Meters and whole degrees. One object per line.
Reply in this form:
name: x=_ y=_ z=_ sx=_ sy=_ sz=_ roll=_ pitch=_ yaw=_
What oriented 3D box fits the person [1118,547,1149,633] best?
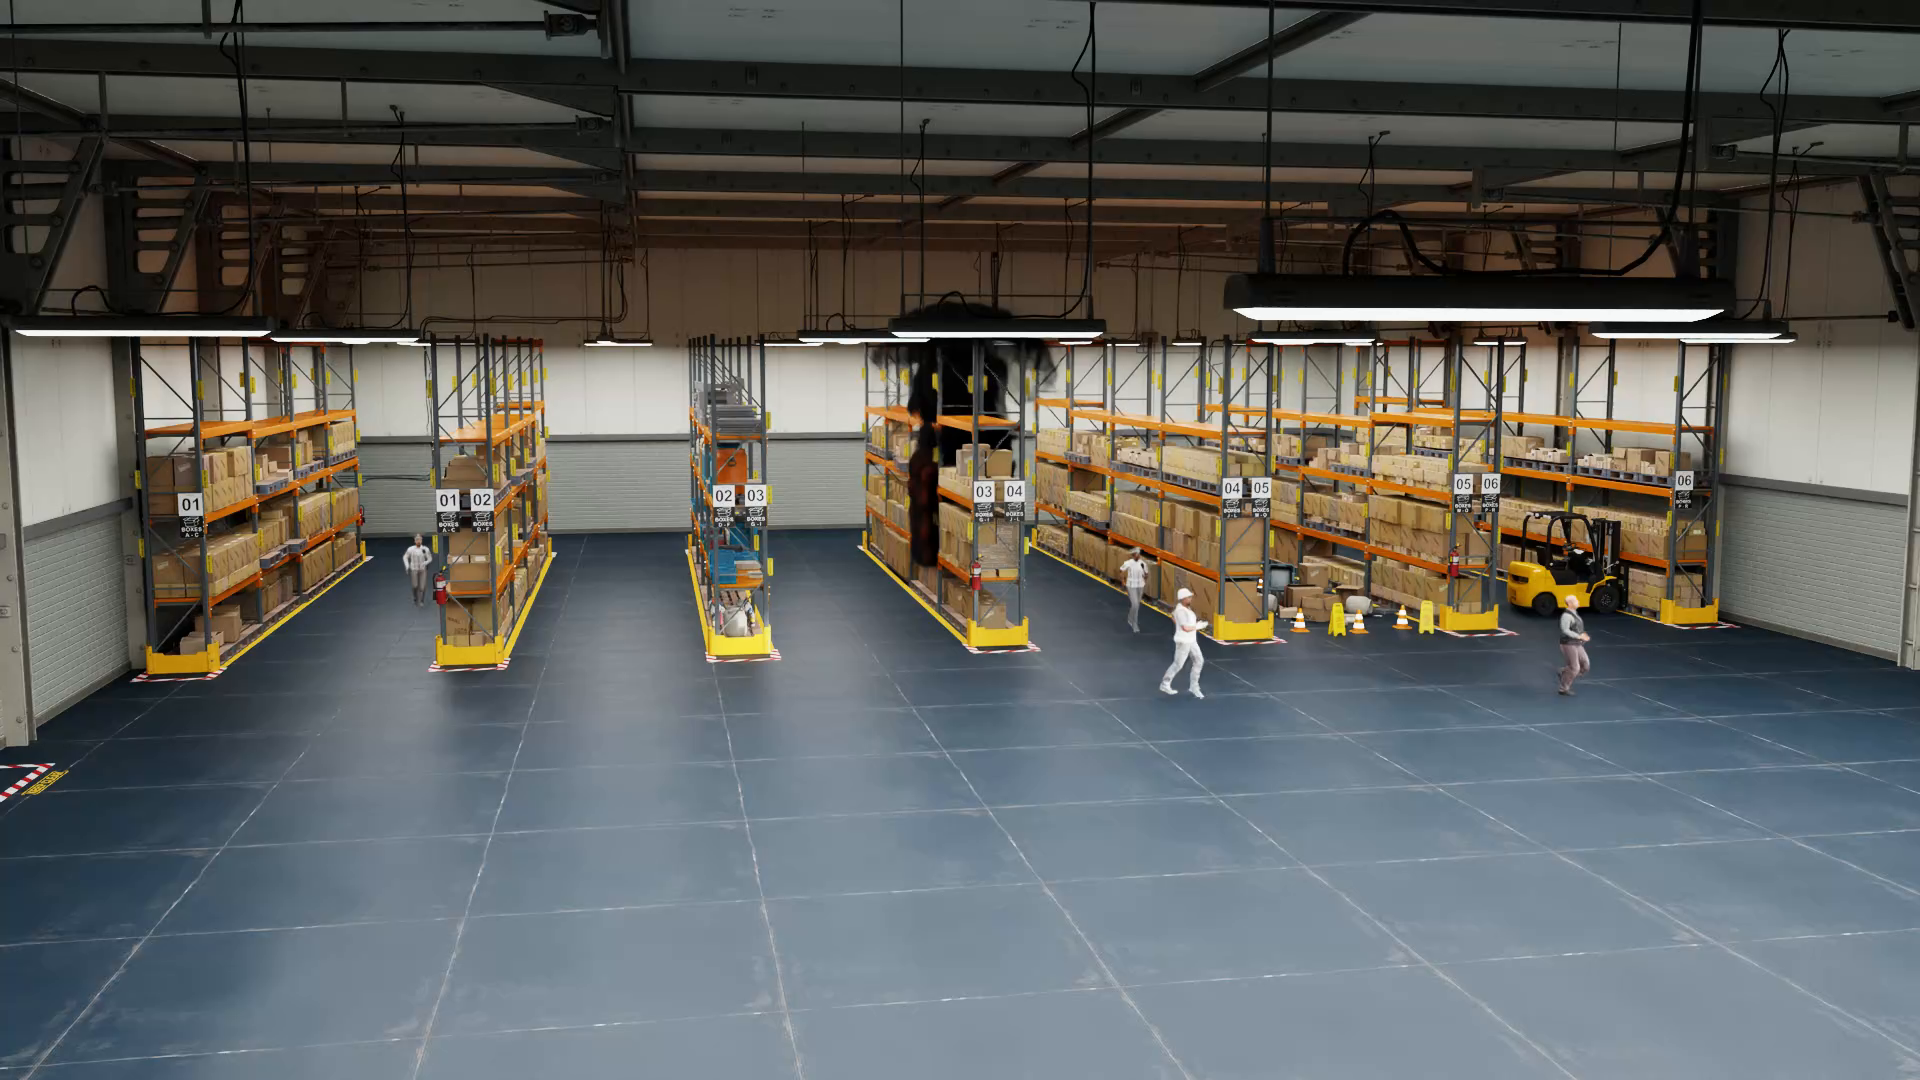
person: x=3.571 y=1.003 z=33.964 sx=0.555 sy=1.753 sz=0.758 roll=-3 pitch=7 yaw=-23

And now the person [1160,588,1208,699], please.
person: x=3.693 y=1.711 z=27.328 sx=0.785 sy=1.846 sz=0.661 roll=3 pitch=7 yaw=21

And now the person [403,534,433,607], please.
person: x=-11.978 y=0.682 z=36.794 sx=0.607 sy=1.656 sz=0.559 roll=-2 pitch=7 yaw=-21

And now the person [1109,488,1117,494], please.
person: x=4.417 y=-0.632 z=47.921 sx=0.729 sy=1.751 sz=0.884 roll=-1 pitch=7 yaw=-12

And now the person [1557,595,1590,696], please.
person: x=10.152 y=1.745 z=27.513 sx=0.571 sy=1.680 sz=0.654 roll=5 pitch=8 yaw=36
